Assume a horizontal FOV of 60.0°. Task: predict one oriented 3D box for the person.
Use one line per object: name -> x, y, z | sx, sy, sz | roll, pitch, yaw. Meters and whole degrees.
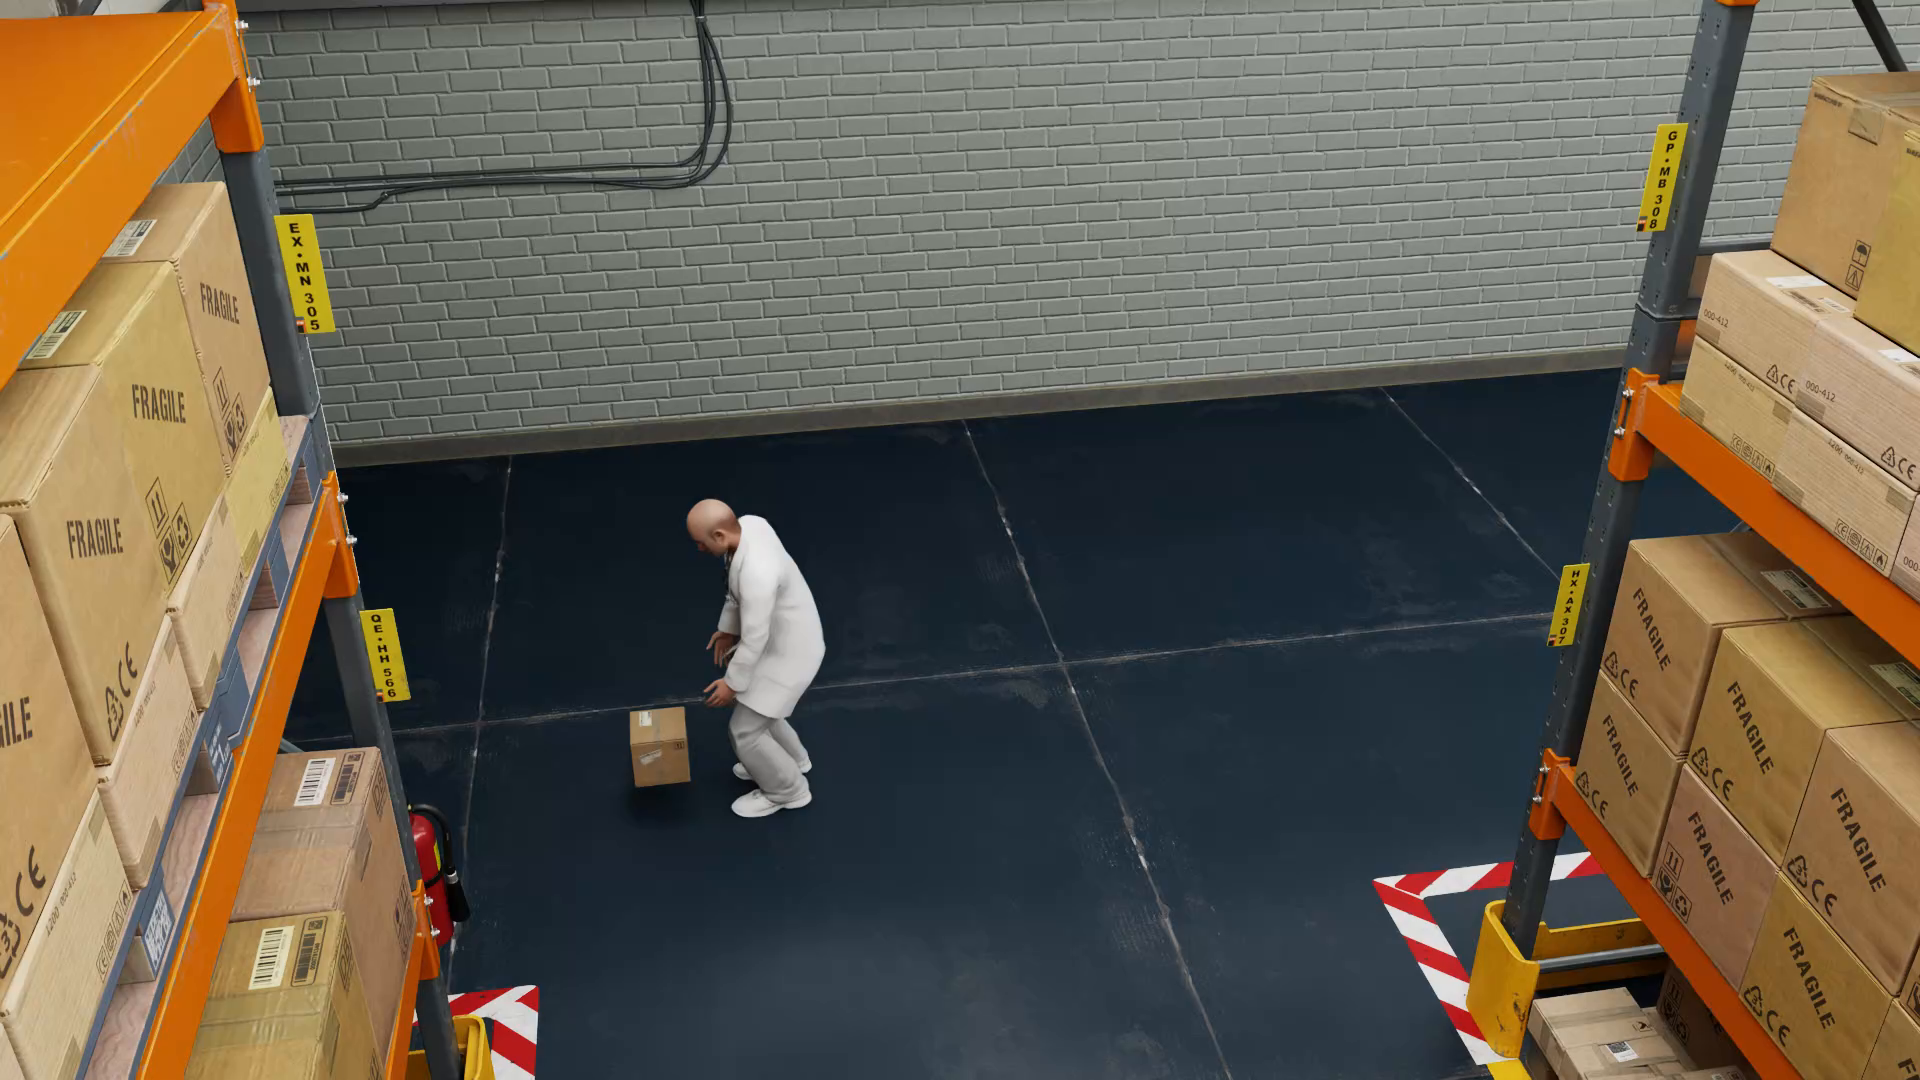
person -> -0.885, 0.509, 7.458 | 0.564, 1.612, 0.620 | -5, 31, -8
